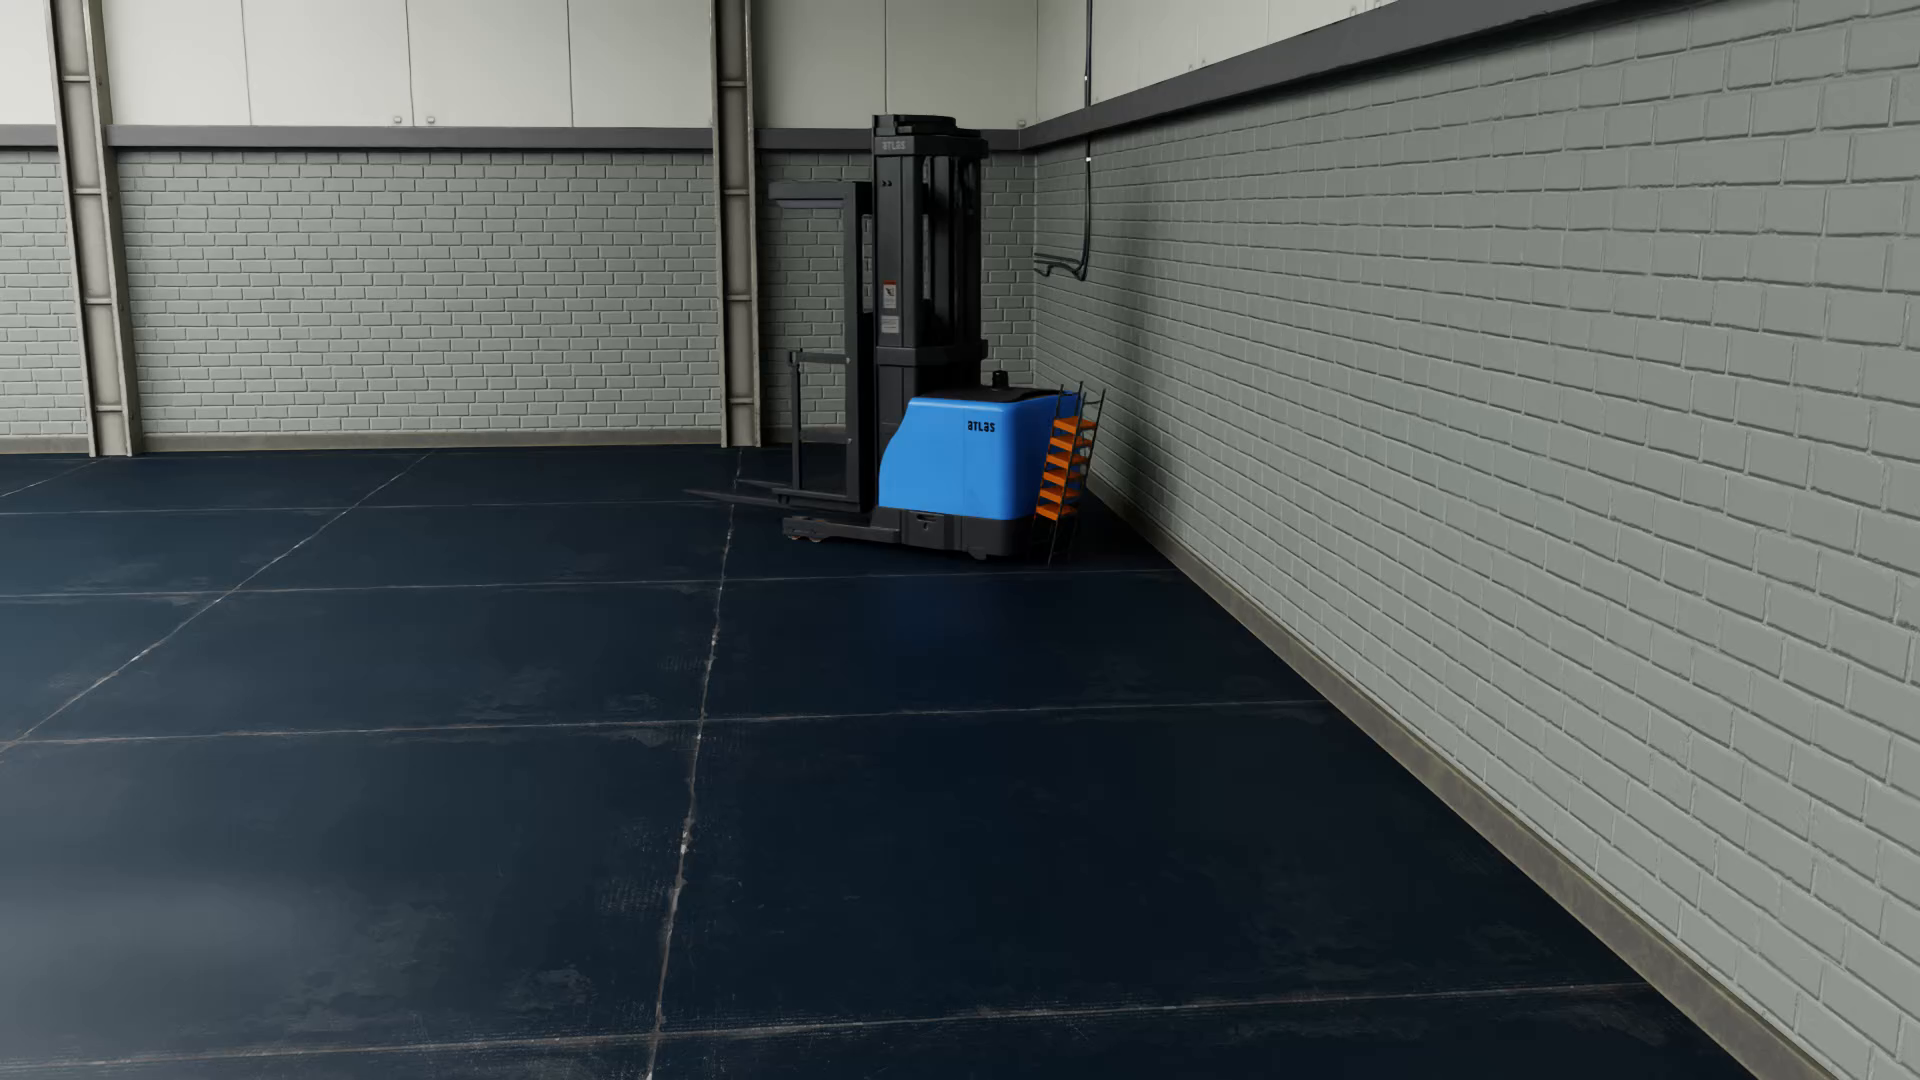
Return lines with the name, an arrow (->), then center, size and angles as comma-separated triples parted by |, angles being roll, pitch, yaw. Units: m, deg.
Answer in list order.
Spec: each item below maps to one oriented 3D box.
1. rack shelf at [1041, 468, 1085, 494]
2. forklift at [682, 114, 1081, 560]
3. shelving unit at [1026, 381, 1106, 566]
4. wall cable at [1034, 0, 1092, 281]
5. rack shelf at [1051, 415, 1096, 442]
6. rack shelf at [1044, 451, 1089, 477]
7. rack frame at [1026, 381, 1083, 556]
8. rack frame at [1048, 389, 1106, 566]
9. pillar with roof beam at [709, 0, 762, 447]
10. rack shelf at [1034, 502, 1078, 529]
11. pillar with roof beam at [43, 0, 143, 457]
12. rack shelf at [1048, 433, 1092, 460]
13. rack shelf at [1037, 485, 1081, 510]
rack shelf -> 0.685, -0.393, 10.949 | 0.180, 0.103, 0.258 | 24, 23, 34
forklift -> -0.665, -1.496, 11.882 | 3.031, 2.935, 1.130 | 7, 13, 32
shelving unit -> 0.693, -0.434, 10.934 | 0.189, 1.200, 0.258 | 24, 23, 34
wall cable -> 0.875, -3.657, 15.192 | 0.112, 2.526, 3.097 | -1, 11, -6
rack shelf -> 0.749, -0.727, 10.831 | 0.180, 0.103, 0.258 | 24, 23, 34
rack shelf -> 0.706, -0.505, 10.909 | 0.180, 0.103, 0.258 | 24, 23, 34
rack frame -> 0.624, -0.465, 10.985 | 0.006, 1.200, 0.240 | 24, 23, 34
rack frame -> 0.763, -0.403, 10.883 | 0.006, 1.200, 0.240 | 24, 23, 34
pillar with roof beam -> -1.731, -4.547, 11.671 | 0.400, 9.000, 9.100 | -1, 11, -6
rack shelf -> 0.643, -0.170, 11.027 | 0.180, 0.103, 0.258 | 24, 23, 34
pillar with roof beam -> -7.696, -4.422, 11.035 | 0.400, 9.000, 9.100 | -1, 11, -6
rack shelf -> 0.728, -0.616, 10.870 | 0.180, 0.103, 0.258 | 24, 23, 34
rack shelf -> 0.664, -0.282, 10.988 | 0.180, 0.103, 0.258 | 24, 23, 34
